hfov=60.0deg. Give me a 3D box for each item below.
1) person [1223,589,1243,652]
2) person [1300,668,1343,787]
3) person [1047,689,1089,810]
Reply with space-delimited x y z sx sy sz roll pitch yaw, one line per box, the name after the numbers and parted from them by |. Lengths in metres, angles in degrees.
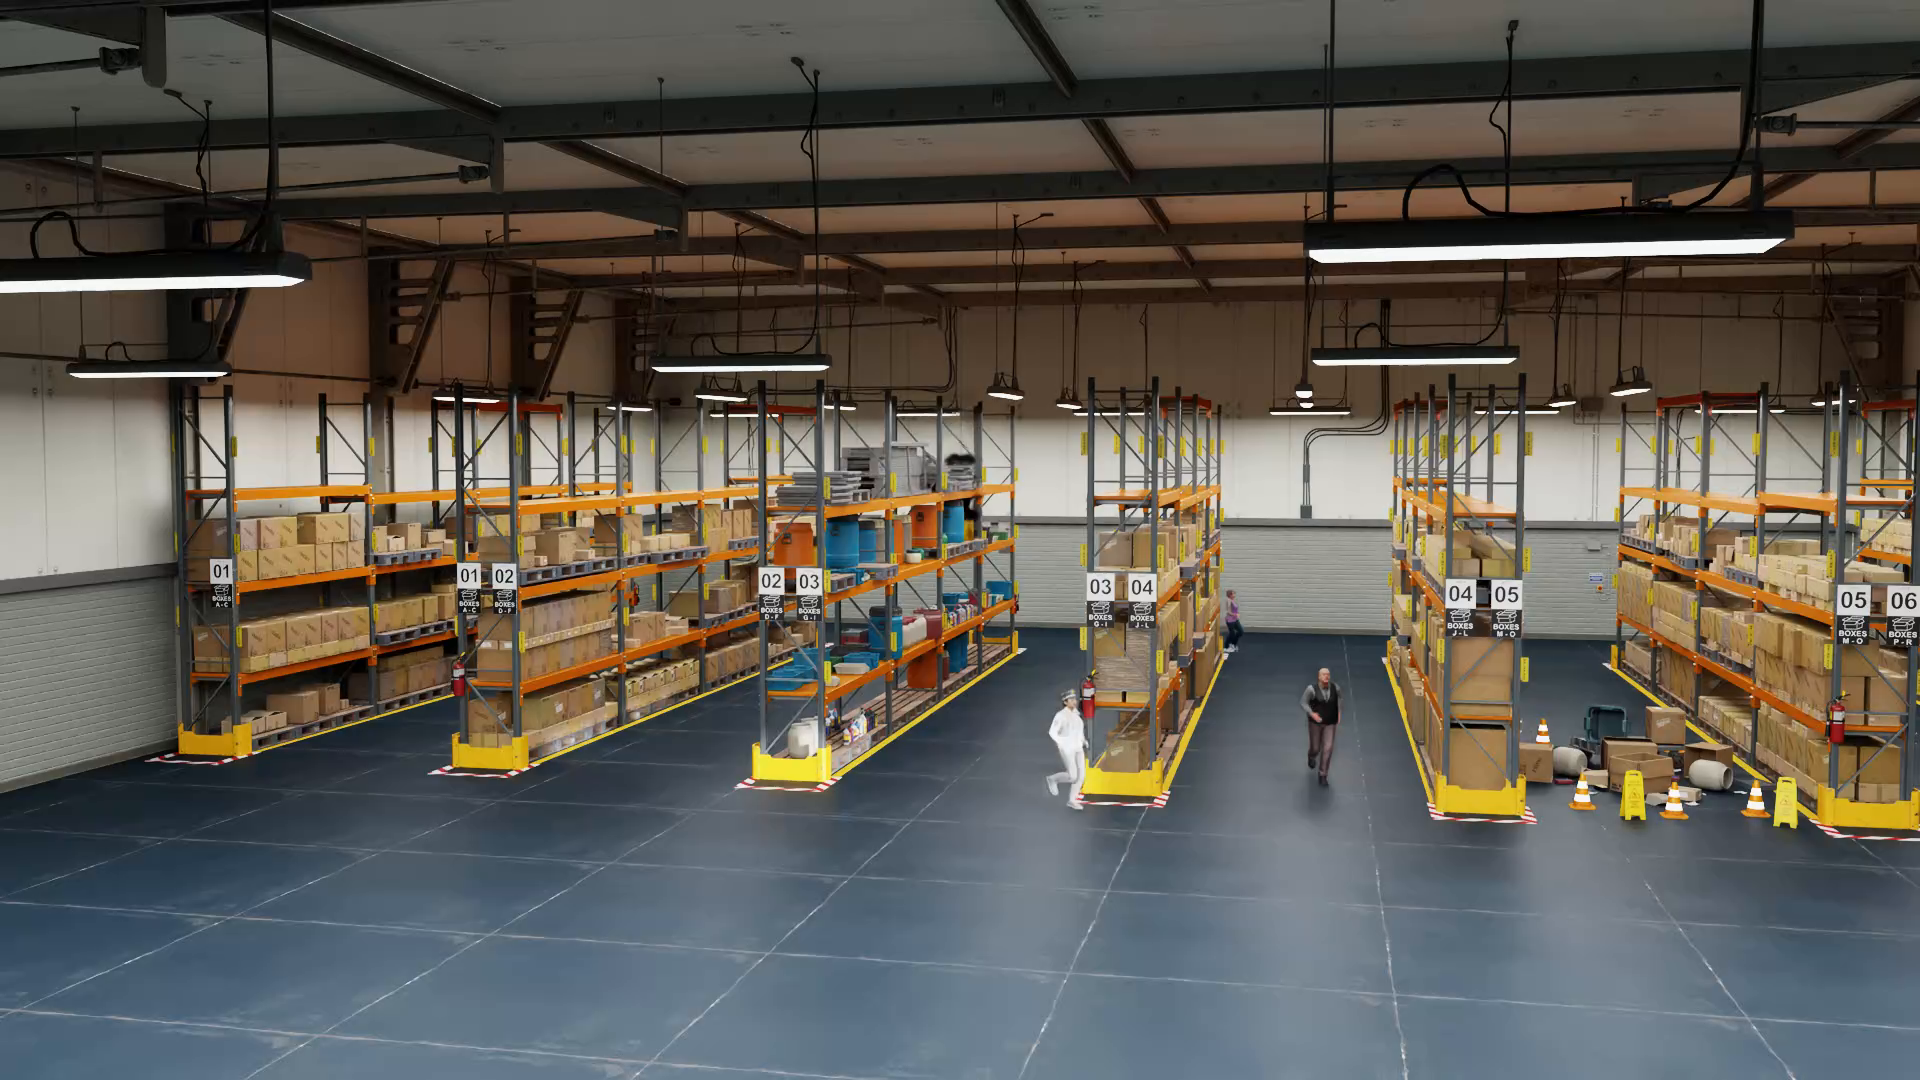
6.605 1.963 40.336 0.578 1.562 0.572 2 4 34 | person
5.430 2.763 24.939 0.683 1.715 0.928 0 3 -2 | person
1.503 2.889 23.114 0.617 1.659 0.587 -3 4 -43 | person
